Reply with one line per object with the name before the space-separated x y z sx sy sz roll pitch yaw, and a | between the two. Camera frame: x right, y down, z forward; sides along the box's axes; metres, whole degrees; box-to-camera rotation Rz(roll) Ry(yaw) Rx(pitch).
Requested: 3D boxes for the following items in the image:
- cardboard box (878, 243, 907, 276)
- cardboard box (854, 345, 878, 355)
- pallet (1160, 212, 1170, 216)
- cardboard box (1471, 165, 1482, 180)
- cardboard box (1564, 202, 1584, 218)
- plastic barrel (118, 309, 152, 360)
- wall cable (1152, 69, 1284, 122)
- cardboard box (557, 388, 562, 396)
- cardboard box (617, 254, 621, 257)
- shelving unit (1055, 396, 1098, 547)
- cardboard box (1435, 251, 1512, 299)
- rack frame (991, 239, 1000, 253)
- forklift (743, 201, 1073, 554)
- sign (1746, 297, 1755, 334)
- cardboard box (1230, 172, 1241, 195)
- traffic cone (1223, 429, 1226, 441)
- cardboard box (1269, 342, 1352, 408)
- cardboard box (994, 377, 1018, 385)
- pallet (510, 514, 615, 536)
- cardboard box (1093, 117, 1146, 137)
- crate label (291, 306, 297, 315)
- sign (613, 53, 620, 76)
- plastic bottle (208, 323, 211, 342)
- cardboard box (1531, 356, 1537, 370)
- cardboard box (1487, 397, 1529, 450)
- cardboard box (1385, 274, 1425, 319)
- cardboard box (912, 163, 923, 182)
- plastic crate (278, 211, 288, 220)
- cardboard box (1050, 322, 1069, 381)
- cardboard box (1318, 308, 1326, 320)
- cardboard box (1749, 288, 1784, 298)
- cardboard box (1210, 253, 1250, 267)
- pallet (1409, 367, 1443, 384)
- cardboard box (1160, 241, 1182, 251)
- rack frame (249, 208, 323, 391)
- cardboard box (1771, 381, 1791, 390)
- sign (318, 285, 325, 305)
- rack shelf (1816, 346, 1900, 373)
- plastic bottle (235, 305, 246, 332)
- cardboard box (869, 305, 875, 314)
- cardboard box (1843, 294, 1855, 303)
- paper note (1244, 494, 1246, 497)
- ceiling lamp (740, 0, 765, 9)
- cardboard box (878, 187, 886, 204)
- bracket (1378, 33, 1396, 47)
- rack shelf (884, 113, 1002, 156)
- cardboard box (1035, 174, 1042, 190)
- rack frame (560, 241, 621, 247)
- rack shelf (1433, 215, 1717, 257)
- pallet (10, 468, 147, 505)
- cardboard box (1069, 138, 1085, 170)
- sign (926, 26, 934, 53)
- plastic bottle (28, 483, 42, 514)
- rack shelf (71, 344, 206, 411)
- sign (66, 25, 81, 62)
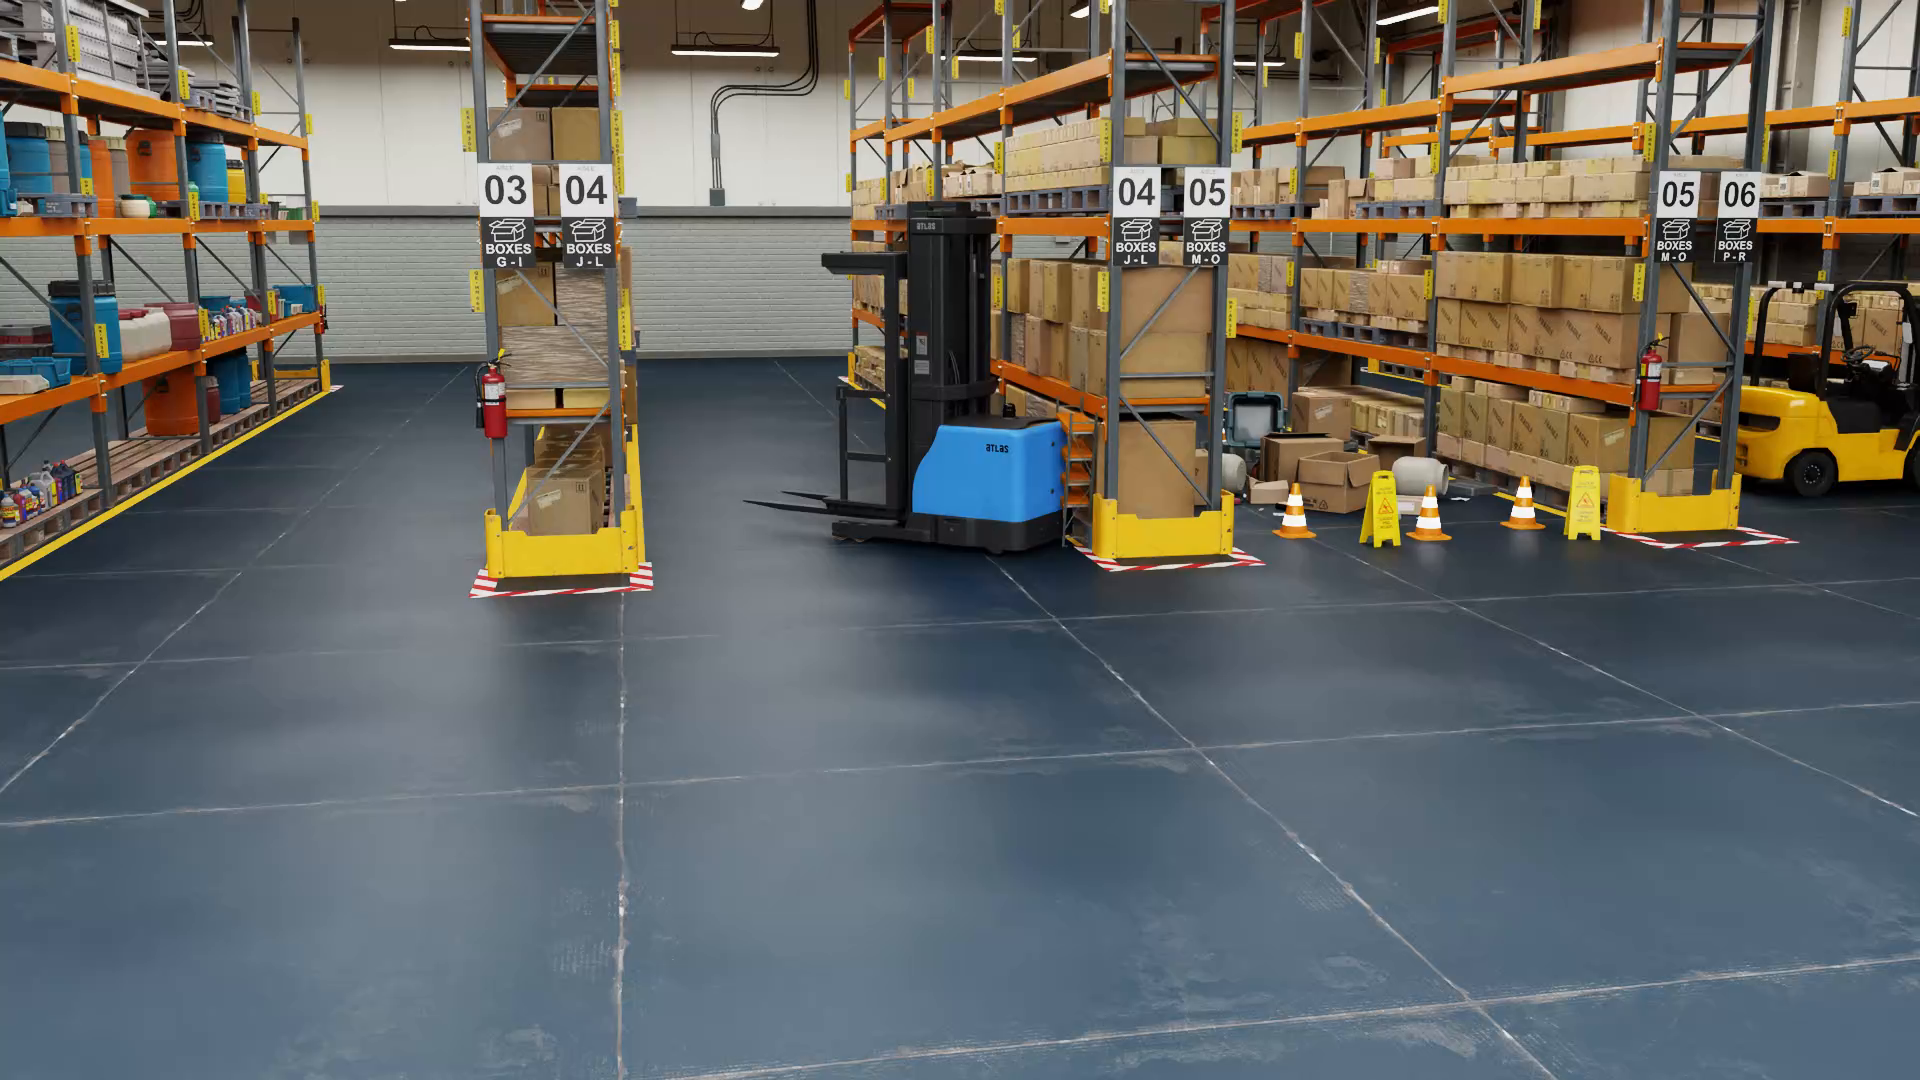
cardboard box | -0.975 -4.336 25.716 0.500 0.500 0.500 -3 11 -13
cardboard box | -1.628 -3.296 28.902 0.380 0.149 0.250 -3 11 -14
pallet | 3.834 -5.575 28.180 1.003 0.211 1.213 -2 11 -11
cardboard box | 5.636 -3.881 17.581 0.380 0.149 0.250 -2 11 -13
cardboard box | 6.030 -3.163 15.943 0.380 0.149 0.250 -2 11 -11
plastic barrel | -9.004 -2.228 18.015 0.433 0.535 0.433 0 11 0
wall cable | 5.535 -8.625 35.843 2.988 3.039 0.133 -2 11 -11
cardboard box | -3.616 -1.315 14.255 0.380 0.149 0.250 -2 11 -11
cardboard box | -3.590 -2.558 16.374 0.500 0.500 0.500 -2 11 -11
shelving unit | 0.978 -0.595 14.413 0.258 1.200 0.503 -2 22 -11
cardboard box | 5.646 -2.902 18.184 0.700 0.500 0.500 -2 11 -12
rack frame | 0.159 -2.839 21.591 1.000 3.000 0.127 -2 11 -11
forklift | -0.543 -1.499 14.733 3.031 2.935 1.130 6 12 30
sign | 7.083 -2.015 14.948 0.100 0.325 0.005 -2 11 -11
cardboard box | 4.104 -5.328 25.255 0.500 0.500 0.500 -2 11 -12
traffic cone | 3.121 -1.251 20.033 0.336 0.463 0.334 -2 11 -11
cardboard box | 4.942 -2.330 23.475 0.875 0.875 0.875 -2 11 -12
cardboard box | 0.544 -1.494 19.419 1.050 0.750 0.750 -2 11 -11
pallet | -3.308 -0.004 14.155 1.003 0.211 1.213 -2 11 -11
cardboard box | 1.317 -3.419 13.762 0.380 0.149 0.250 -2 11 -10
crate label | -10.683 -3.618 26.225 0.396 0.136 0.243 -2 11 -11
sign | -4.974 -6.878 24.055 0.100 0.325 0.005 -2 11 -11
plastic bottle | -9.441 -2.612 20.730 0.152 0.276 0.135 -2 11 -11
cardboard box | 5.990 -1.789 16.745 0.380 0.149 0.250 -2 11 -11
cardboard box | 5.838 -1.217 17.294 0.500 0.500 0.500 -2 11 -8
cardboard box | 5.360 -2.873 19.582 0.500 0.500 0.500 -2 11 -11
cardboard box | -0.445 -5.038 22.805 0.396 0.266 0.258 -2 11 -11
plastic crate | -10.495 -4.939 25.304 0.437 0.136 0.530 -2 11 -11
cardboard box | 1.341 -1.815 15.809 0.875 0.550 0.500 -2 11 -11
cardboard box | 4.906 -2.949 21.718 0.380 0.149 0.250 -3 11 -15
cardboard box | 10.122 -3.095 20.932 0.380 0.149 0.250 -2 11 -12
cardboard box | 4.147 -4.128 25.422 0.500 0.500 0.500 -2 11 -11
pallet | 8.712 -2.933 29.541 1.003 0.211 1.213 -2 11 -11
cardboard box | 3.596 -4.956 28.039 0.380 0.149 0.250 -2 11 -11
rack frame | -11.140 -3.964 27.503 1.000 3.000 0.127 -2 11 -11
cardboard box | 10.529 -1.620 20.415 0.875 0.625 0.625 -2 11 -8
sign | -10.603 -4.068 27.609 0.100 0.325 0.005 -2 11 -11
rack shelf | 11.030 -1.765 17.872 1.077 0.370 4.000 -2 11 -11
plastic bottle | -9.826 -3.016 22.652 0.144 0.351 0.185 -2 11 -11
cardboard box | -1.278 -3.777 27.192 0.380 0.149 0.250 -2 11 -10
cardboard box | 10.445 -2.785 19.304 0.380 0.149 0.250 -2 11 -12
paper note | 2.996 -0.461 17.056 0.172 0.023 0.155 2 11 9
ceiling lamp | -2.638 -9.173 23.211 0.800 3.185 2.000 -2 11 -11
cardboard box | -0.958 -5.294 25.528 0.500 0.250 0.500 -3 11 -14
bracket | 8.400 -9.840 32.700 0.235 0.232 0.430 -2 11 -11
rack shelf | -0.230 -5.603 23.062 1.077 0.370 4.000 -2 11 -11
cardboard box | 0.924 -3.398 15.788 0.380 0.149 0.250 -2 11 -11
rack frame | -6.282 -4.145 28.449 1.000 3.000 0.127 -2 11 -11
rack shelf | 6.162 -3.057 16.639 1.077 0.370 4.000 -2 11 -11
pallet | -8.997 -0.536 16.950 1.003 0.211 1.213 -2 11 -11
cardboard box | 1.250 -3.345 14.440 0.500 0.250 0.500 -2 11 -11
sign | -0.371 -6.262 20.822 0.100 0.325 0.005 -2 11 -11
plastic bottle | -8.201 -0.368 14.728 0.097 0.271 0.097 0 11 0
rack shelf | -9.195 -1.777 17.934 1.077 0.370 4.000 -2 11 -11
sign | -8.264 -4.626 15.493 0.100 0.325 0.005 -2 11 -11
